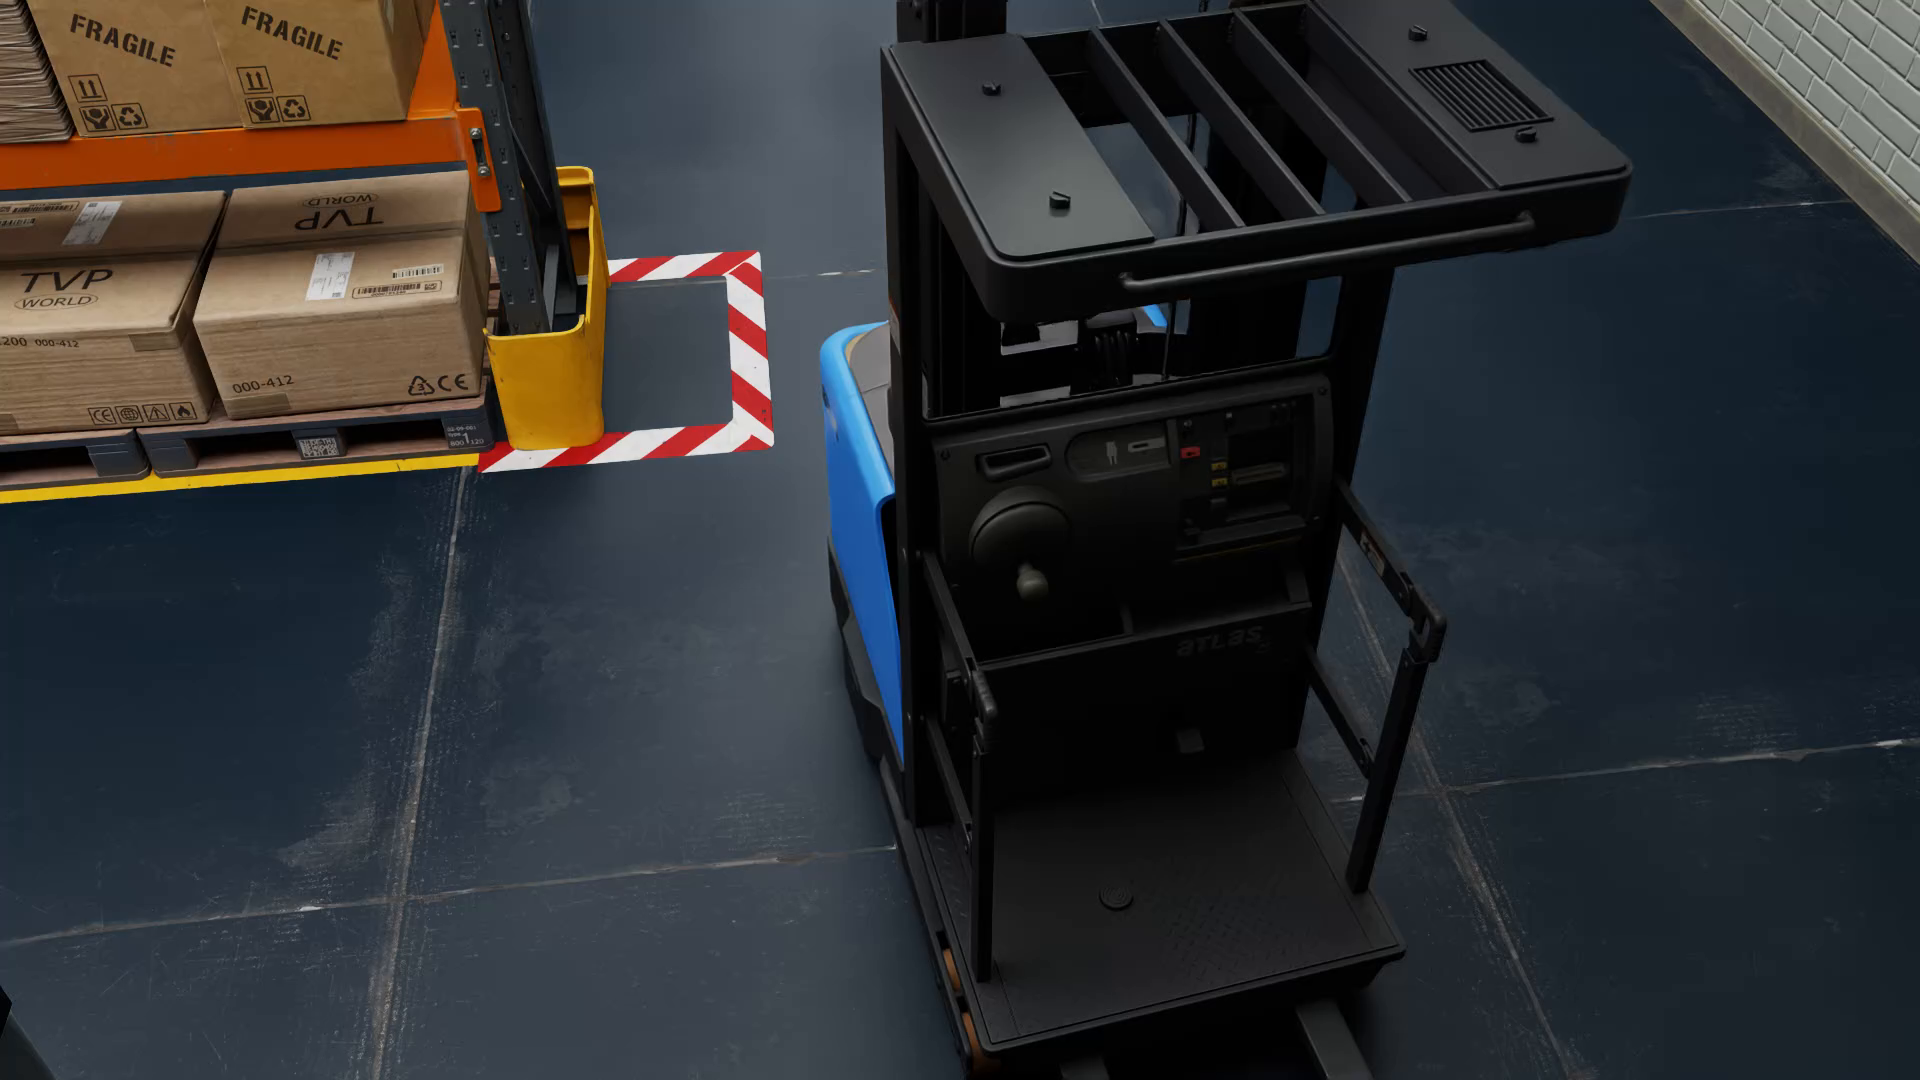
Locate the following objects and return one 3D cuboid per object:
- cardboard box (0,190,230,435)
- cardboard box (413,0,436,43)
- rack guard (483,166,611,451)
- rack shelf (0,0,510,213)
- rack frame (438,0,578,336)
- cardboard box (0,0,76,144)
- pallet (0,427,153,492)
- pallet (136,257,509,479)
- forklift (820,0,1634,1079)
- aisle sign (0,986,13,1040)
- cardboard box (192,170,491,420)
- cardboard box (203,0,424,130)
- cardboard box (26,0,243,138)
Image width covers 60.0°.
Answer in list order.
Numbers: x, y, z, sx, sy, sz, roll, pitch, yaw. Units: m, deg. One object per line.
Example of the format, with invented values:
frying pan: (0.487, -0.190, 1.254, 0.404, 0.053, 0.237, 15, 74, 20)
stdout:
cardboard box: (-3.132, -0.831, 6.014, 0.875, 0.438, 0.875, -4, 42, -4)
cardboard box: (-2.098, -2.022, 5.659, 0.500, 0.500, 0.500, -5, 42, -6)
rack guard: (-1.561, -0.910, 6.367, 0.348, 0.500, 1.175, -5, 42, -6)
rack shelf: (-3.567, -1.395, 5.576, 4.000, 0.370, 1.077, -5, 42, -6)
rack frame: (-1.584, -1.836, 5.528, 0.127, 3.000, 1.000, -5, 42, -6)
cardboard box: (-3.037, -1.570, 5.159, 0.500, 0.500, 0.500, -4, 42, -4)
pallet: (-3.574, -0.575, 6.212, 1.213, 0.211, 1.003, -5, 42, -6)
pallet: (-2.367, -0.679, 6.327, 1.213, 0.211, 1.003, -5, 42, -6)
forklift: (0.457, -0.030, 3.577, 1.130, 2.935, 3.031, -10, 43, -11)
aisle sign: (-0.908, 0.294, 1.225, 0.004, 0.787, 0.394, -5, 42, -6)
cardboard box: (-2.226, -0.917, 6.108, 0.875, 0.438, 0.875, -6, 42, -7)
cardboard box: (-2.028, -1.655, 5.253, 0.500, 0.500, 0.500, -5, 42, -5)
cardboard box: (-2.528, -1.622, 5.216, 0.500, 0.500, 0.500, -6, 42, -6)
